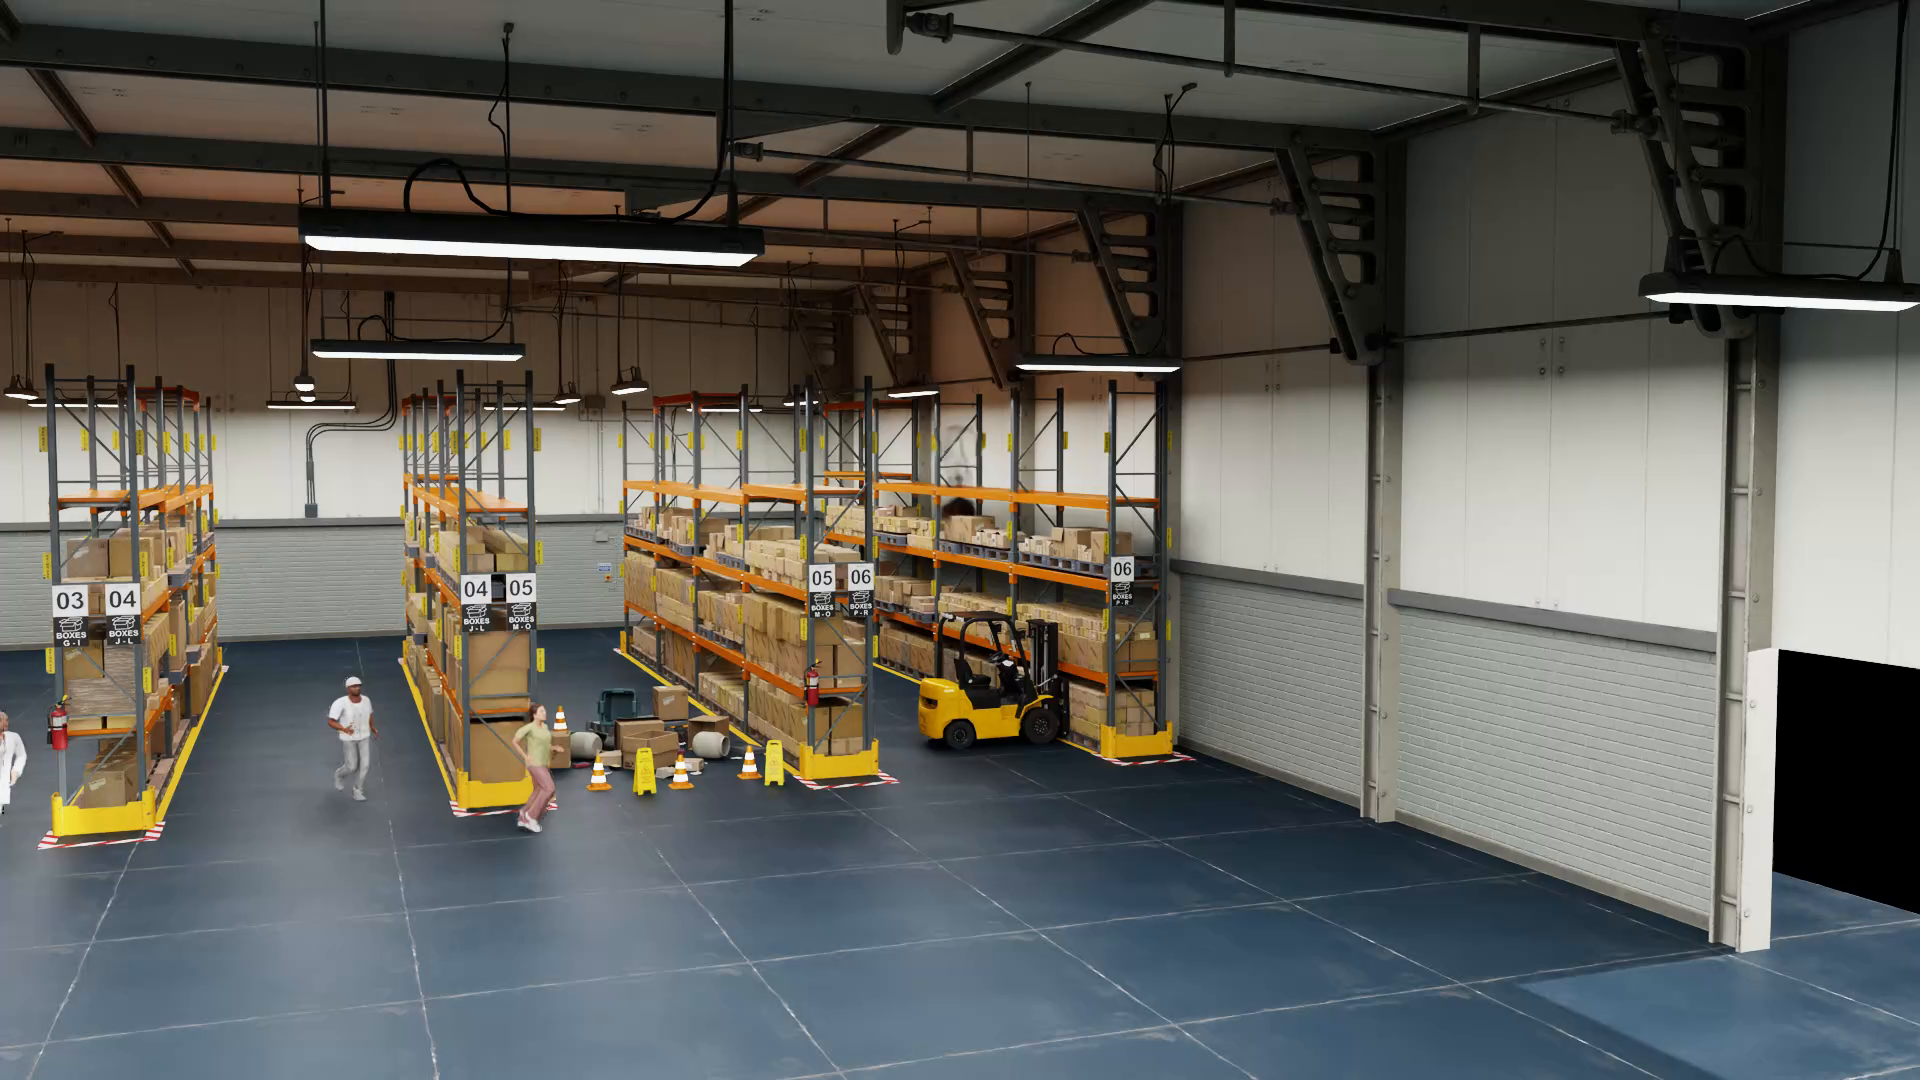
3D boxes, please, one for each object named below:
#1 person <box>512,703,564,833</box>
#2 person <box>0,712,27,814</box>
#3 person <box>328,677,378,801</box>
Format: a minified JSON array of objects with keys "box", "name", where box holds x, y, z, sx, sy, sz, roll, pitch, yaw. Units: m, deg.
[{"box":[-5.419,2.921,21.393,0.638,1.657,0.554,1,3,17],"name":"person"},{"box":[-11.781,2.963,20.303,0.542,1.729,0.743,3,4,37],"name":"person"},{"box":[-8.511,2.775,23.321,0.687,1.726,0.699,3,4,42],"name":"person"}]
